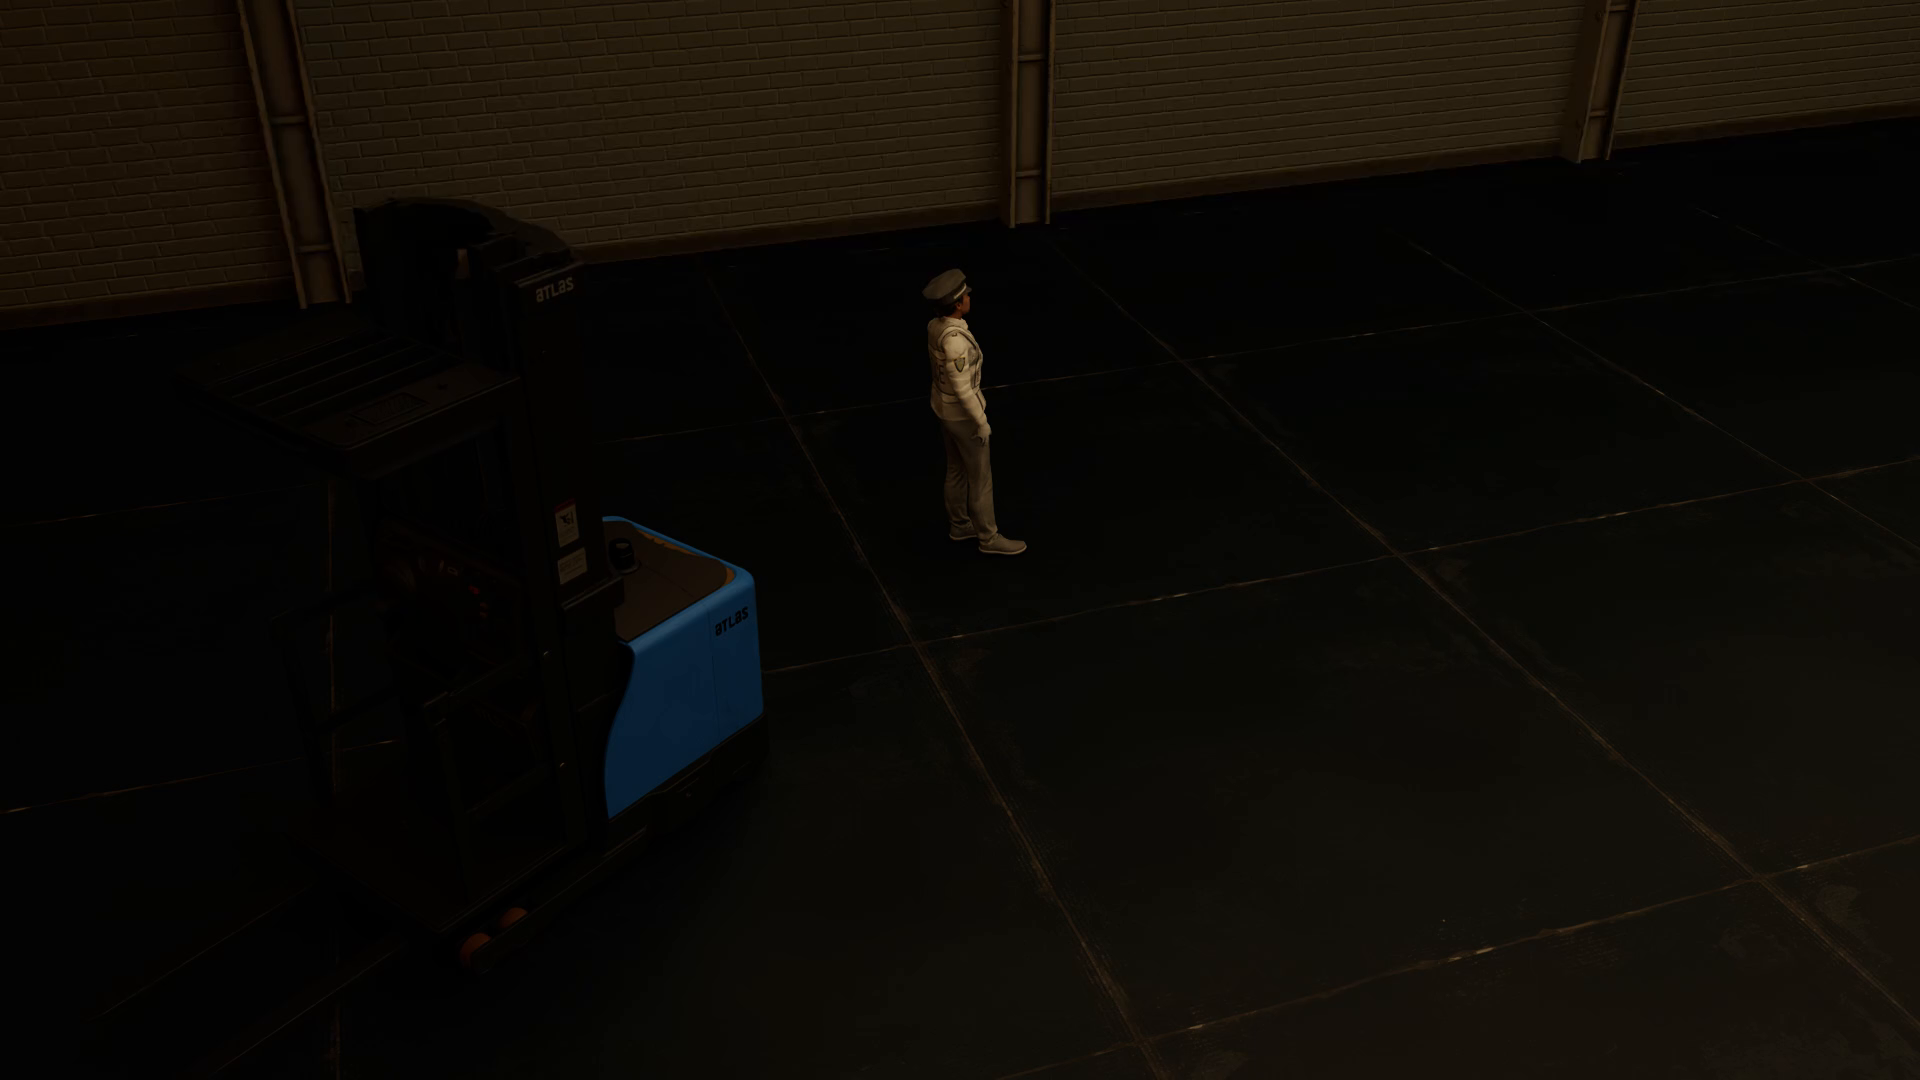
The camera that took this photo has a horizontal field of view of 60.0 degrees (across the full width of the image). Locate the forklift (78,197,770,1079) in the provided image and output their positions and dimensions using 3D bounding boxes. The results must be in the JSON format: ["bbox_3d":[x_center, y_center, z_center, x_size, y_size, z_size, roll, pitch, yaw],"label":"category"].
[{"bbox_3d":[-2.217,0.250,6.652,1.130,2.935,3.031,21,36,32],"label":"forklift"}]

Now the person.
[{"bbox_3d":[0.067,-0.749,9.613,0.531,1.695,0.588,-10,31,-16],"label":"person"}]
